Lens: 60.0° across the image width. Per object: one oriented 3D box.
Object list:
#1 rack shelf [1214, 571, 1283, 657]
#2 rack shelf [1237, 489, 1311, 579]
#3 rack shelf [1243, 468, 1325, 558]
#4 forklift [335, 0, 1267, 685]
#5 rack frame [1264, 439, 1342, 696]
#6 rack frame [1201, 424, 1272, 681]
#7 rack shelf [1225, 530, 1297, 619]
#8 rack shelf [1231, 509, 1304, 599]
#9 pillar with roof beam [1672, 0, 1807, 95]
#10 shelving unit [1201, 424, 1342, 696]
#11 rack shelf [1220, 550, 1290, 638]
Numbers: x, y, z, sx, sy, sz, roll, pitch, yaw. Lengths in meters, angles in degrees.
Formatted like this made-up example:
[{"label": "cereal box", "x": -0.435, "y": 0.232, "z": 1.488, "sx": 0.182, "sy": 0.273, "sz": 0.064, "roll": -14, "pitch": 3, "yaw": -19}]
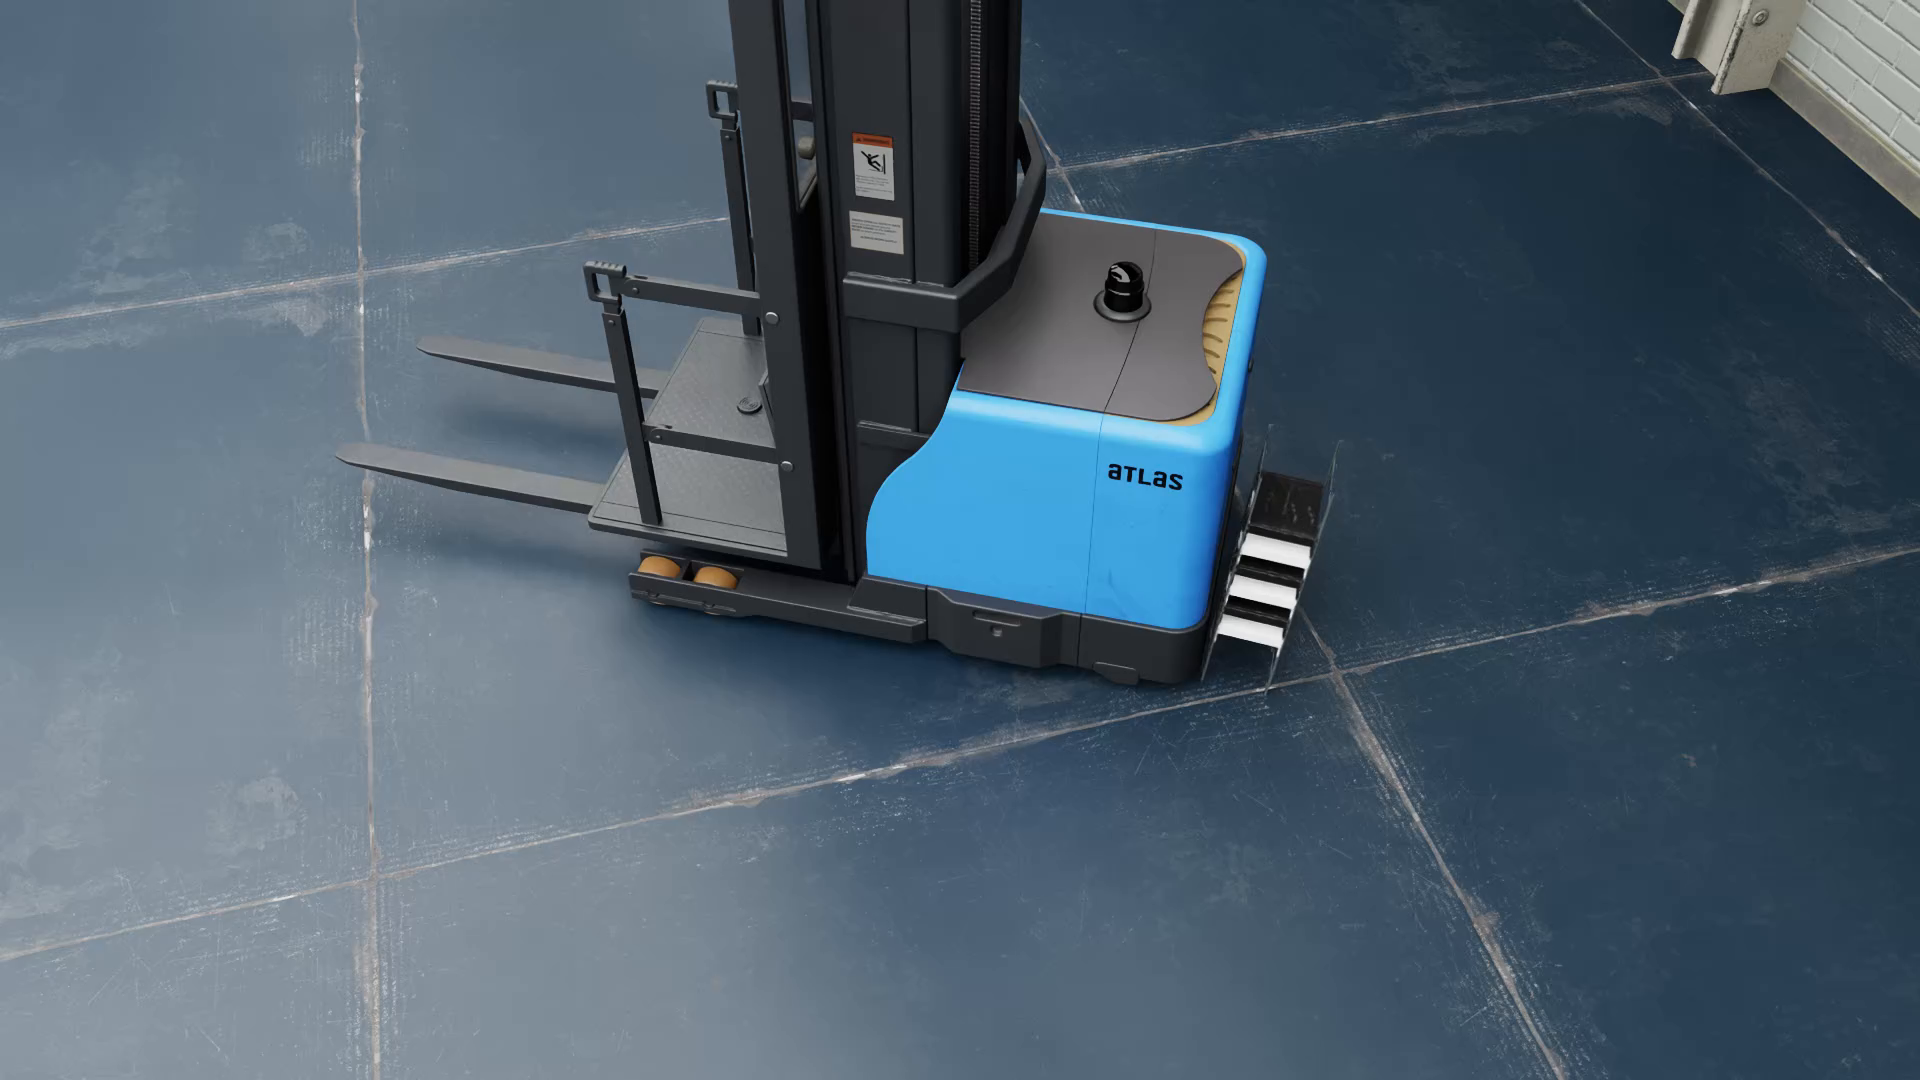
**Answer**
[{"label": "rack shelf", "x": 0.915, "y": 0.225, "z": 5.187, "sx": 0.200, "sy": 0.077, "sz": 0.258, "roll": 13, "pitch": 47, "yaw": 6}, {"label": "rack shelf", "x": 0.943, "y": -0.021, "z": 4.926, "sx": 0.200, "sy": 0.077, "sz": 0.258, "roll": 13, "pitch": 47, "yaw": 6}, {"label": "rack shelf", "x": 0.949, "y": -0.083, "z": 4.860, "sx": 0.200, "sy": 0.077, "sz": 0.258, "roll": 13, "pitch": 47, "yaw": 6}, {"label": "forklift", "x": -0.606, "y": -1.133, "z": 4.808, "sx": 3.031, "sy": 2.935, "sz": 1.130, "roll": 10, "pitch": 46, "yaw": 10}, {"label": "rack frame", "x": 1.030, "y": 0.102, "z": 5.021, "sx": 0.006, "sy": 0.900, "sz": 0.240, "roll": 13, "pitch": 47, "yaw": 6}, {"label": "rack frame", "x": 0.833, "y": 0.056, "z": 5.043, "sx": 0.006, "sy": 0.900, "sz": 0.240, "roll": 13, "pitch": 47, "yaw": 6}, {"label": "rack shelf", "x": 0.929, "y": 0.102, "z": 5.056, "sx": 0.200, "sy": 0.077, "sz": 0.258, "roll": 13, "pitch": 47, "yaw": 6}, {"label": "rack shelf", "x": 0.936, "y": 0.041, "z": 4.991, "sx": 0.200, "sy": 0.077, "sz": 0.258, "roll": 13, "pitch": 47, "yaw": 6}, {"label": "pillar with roof beam", "x": -0.516, "y": -4.613, "z": 3.970, "sx": 9.100, "sy": 9.000, "sz": 0.400, "roll": -11, "pitch": 47, "yaw": -10}, {"label": "shelving unit", "x": 0.931, "y": 0.079, "z": 5.032, "sx": 0.210, "sy": 0.900, "sz": 0.258, "roll": 13, "pitch": 47, "yaw": 6}, {"label": "rack shelf", "x": 0.922, "y": 0.164, "z": 5.122, "sx": 0.200, "sy": 0.077, "sz": 0.258, "roll": 13, "pitch": 47, "yaw": 6}]
